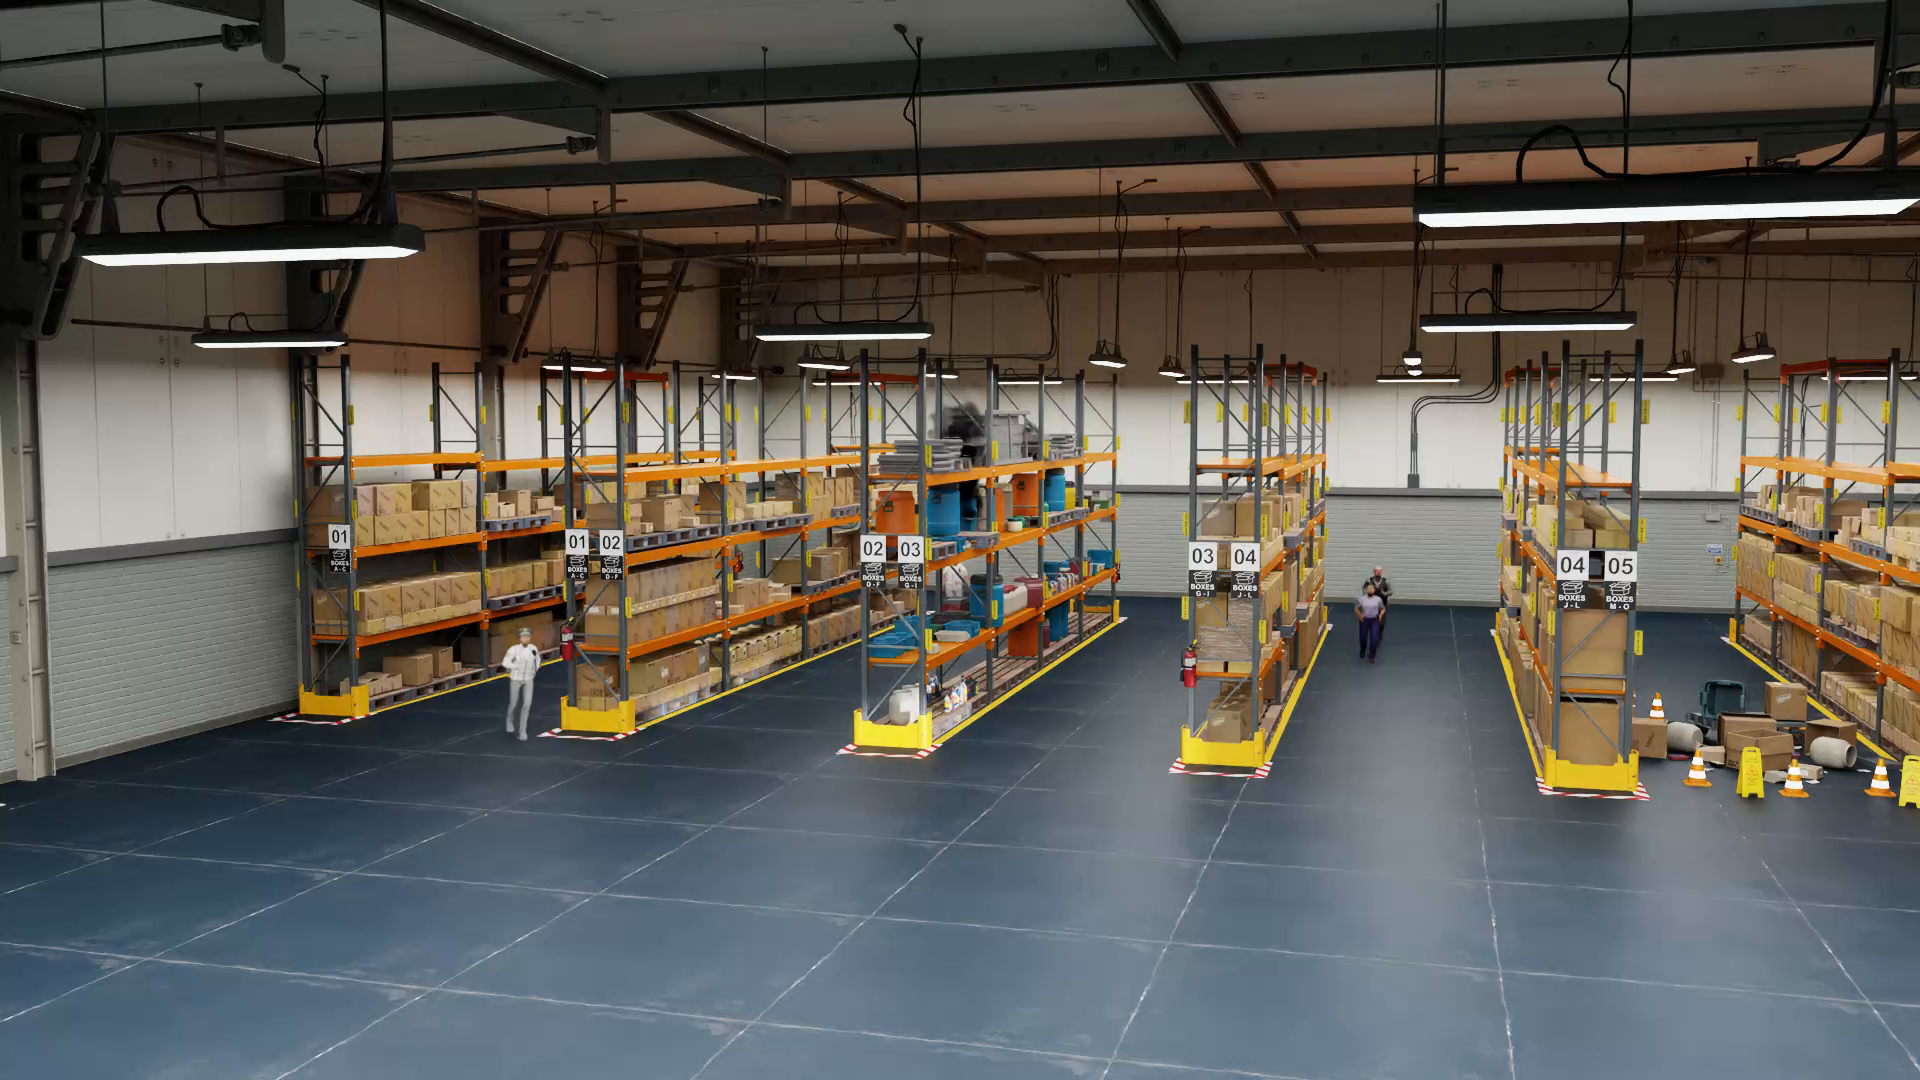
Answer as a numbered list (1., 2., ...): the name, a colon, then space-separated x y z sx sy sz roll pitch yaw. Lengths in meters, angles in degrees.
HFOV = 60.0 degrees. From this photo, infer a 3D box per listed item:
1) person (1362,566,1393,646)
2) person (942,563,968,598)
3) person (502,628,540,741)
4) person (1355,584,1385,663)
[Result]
1. person: 9.078 1.419 36.162 0.658 1.704 0.914 1 4 11
2. person: -0.151 1.159 39.566 0.660 1.740 0.600 1 4 8
3. person: -6.818 2.214 25.924 0.622 1.731 0.830 -2 5 -25
4. person: 8.300 1.682 33.657 0.604 1.595 0.572 1 4 10
